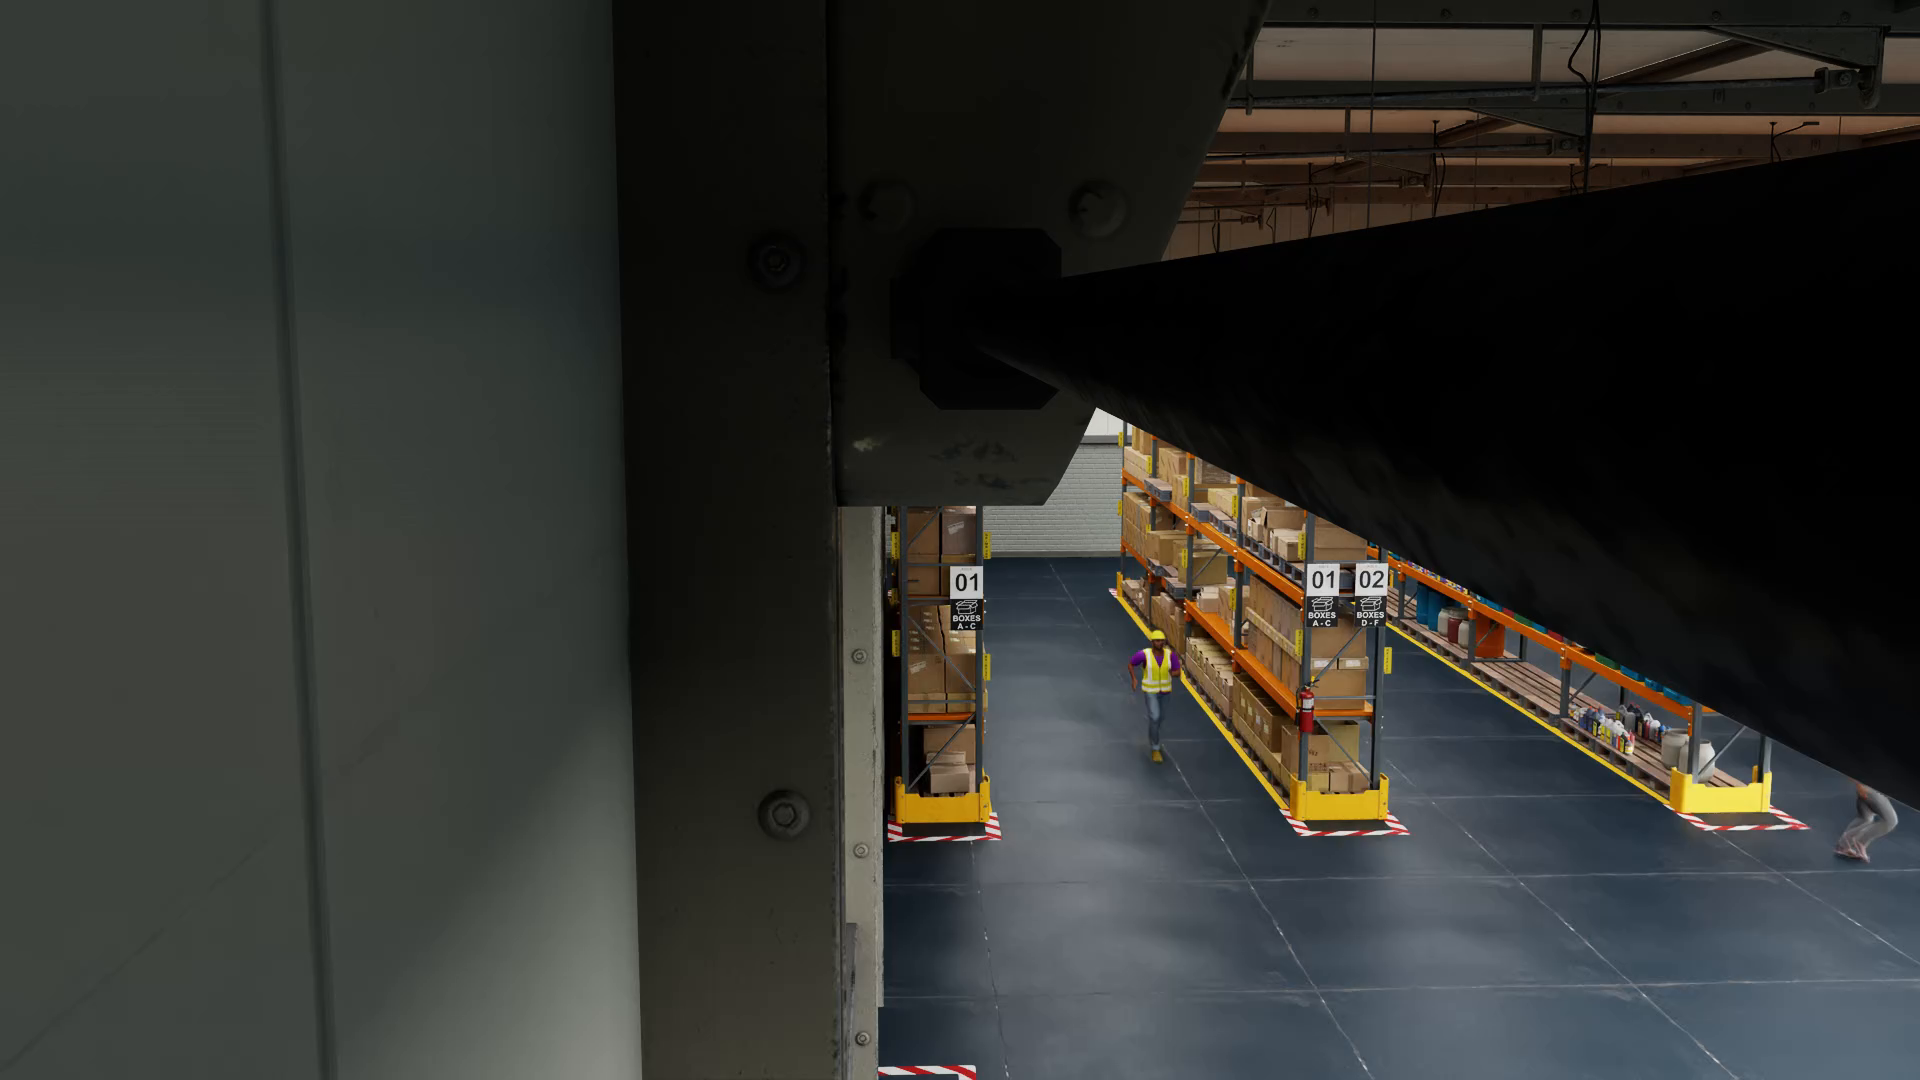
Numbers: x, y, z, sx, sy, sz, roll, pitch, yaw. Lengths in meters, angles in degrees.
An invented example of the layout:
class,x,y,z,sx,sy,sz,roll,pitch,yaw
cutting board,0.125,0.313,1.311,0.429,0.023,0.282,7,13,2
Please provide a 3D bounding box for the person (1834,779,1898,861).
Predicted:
class,x,y,z,sx,sy,sz,roll,pitch,yaw
person,10.415,2.868,18.941,0.722,1.614,0.546,5,9,31

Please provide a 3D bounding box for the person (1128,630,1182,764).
class,x,y,z,sx,sy,sz,roll,pitch,yaw
person,2.774,2.156,23.437,0.682,1.803,0.879,-2,8,-14
